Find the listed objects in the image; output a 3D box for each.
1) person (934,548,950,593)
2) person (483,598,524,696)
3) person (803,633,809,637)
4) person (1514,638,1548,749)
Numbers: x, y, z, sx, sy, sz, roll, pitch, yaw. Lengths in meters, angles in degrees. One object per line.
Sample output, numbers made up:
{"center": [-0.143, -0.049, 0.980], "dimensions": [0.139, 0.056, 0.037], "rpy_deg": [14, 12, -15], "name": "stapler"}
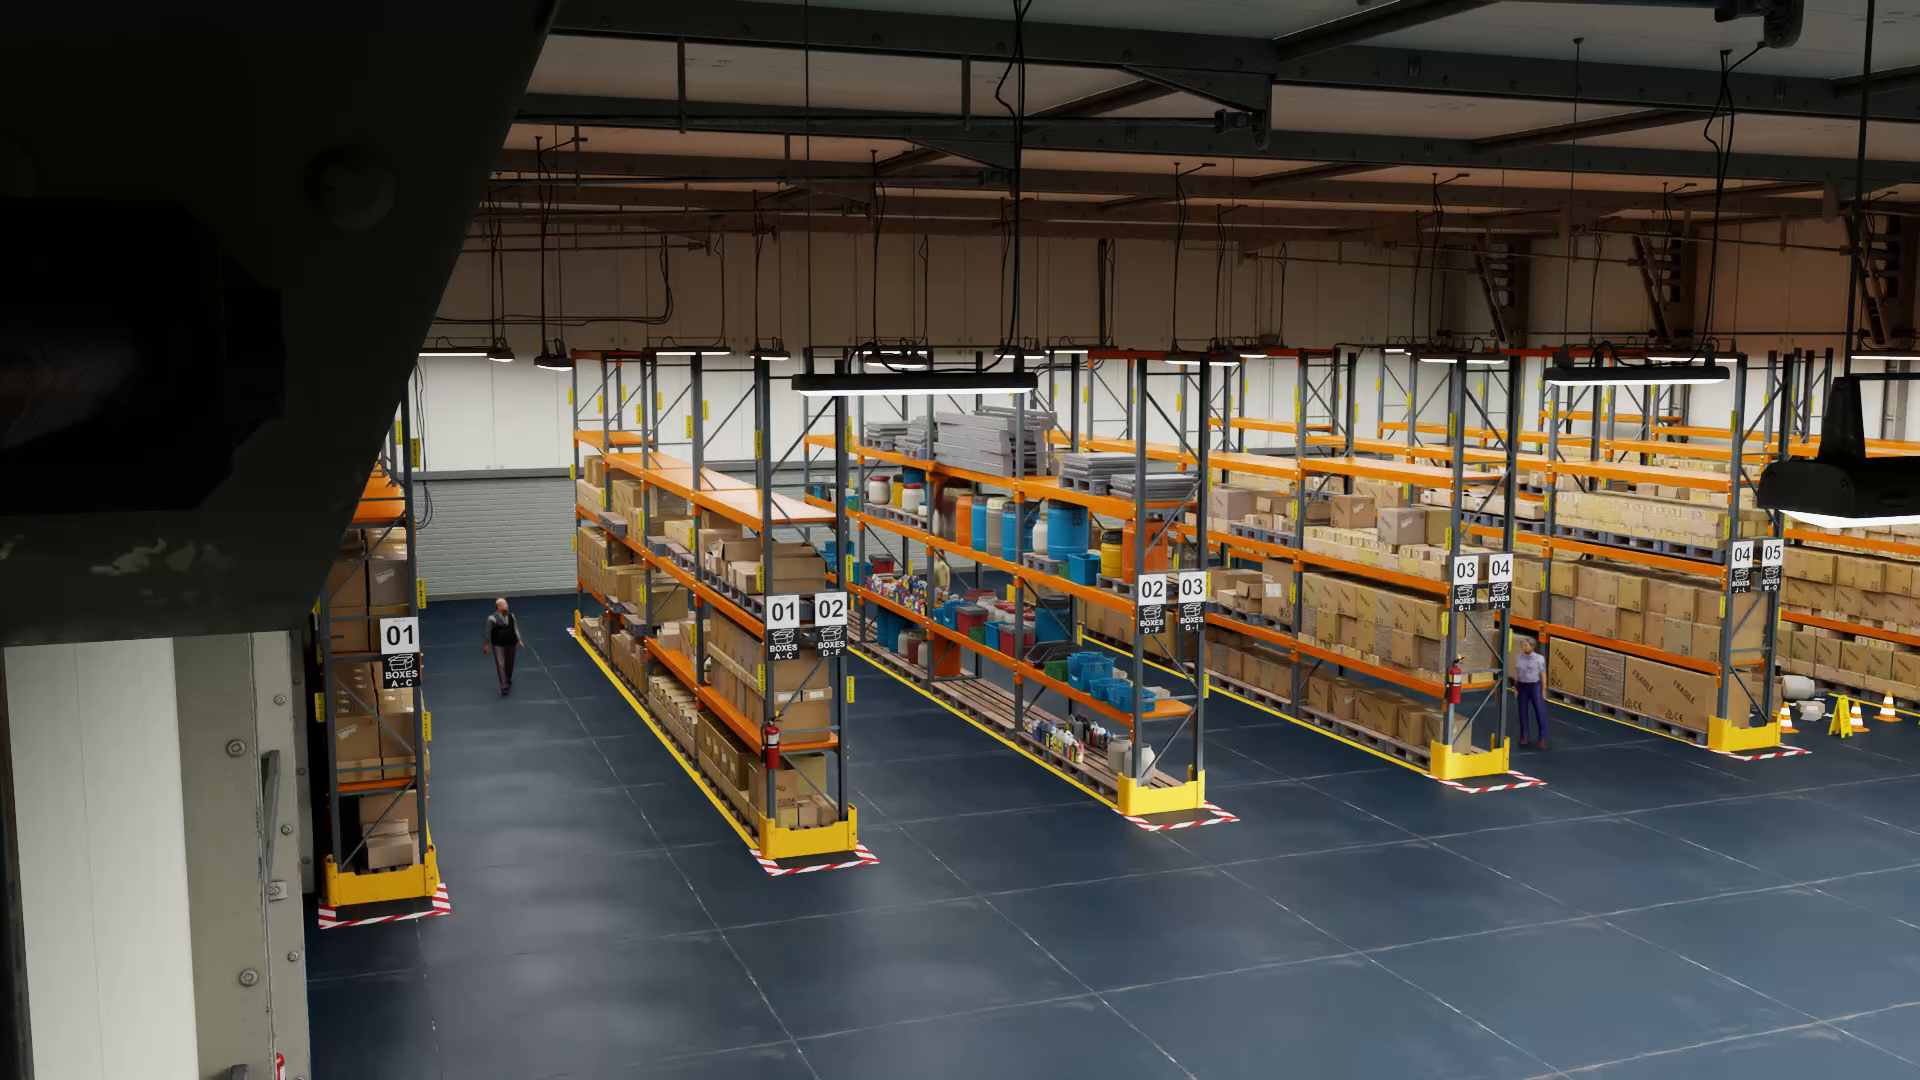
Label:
{"center": [-0.441, 1.013, 36.063], "dimensions": [0.380, 1.677, 0.518], "rpy_deg": [-6, 10, -42], "name": "person"}
{"center": [-8.063, 1.862, 29.356], "dimensions": [0.693, 1.680, 1.066], "rpy_deg": [-3, 8, -24], "name": "person"}
{"center": [-2.805, 1.681, 30.140], "dimensions": [0.520, 1.805, 0.574], "rpy_deg": [-1, 7, -10], "name": "person"}
{"center": [8.788, 2.343, 25.607], "dimensions": [0.574, 1.668, 0.424], "rpy_deg": [5, 9, 35], "name": "person"}
